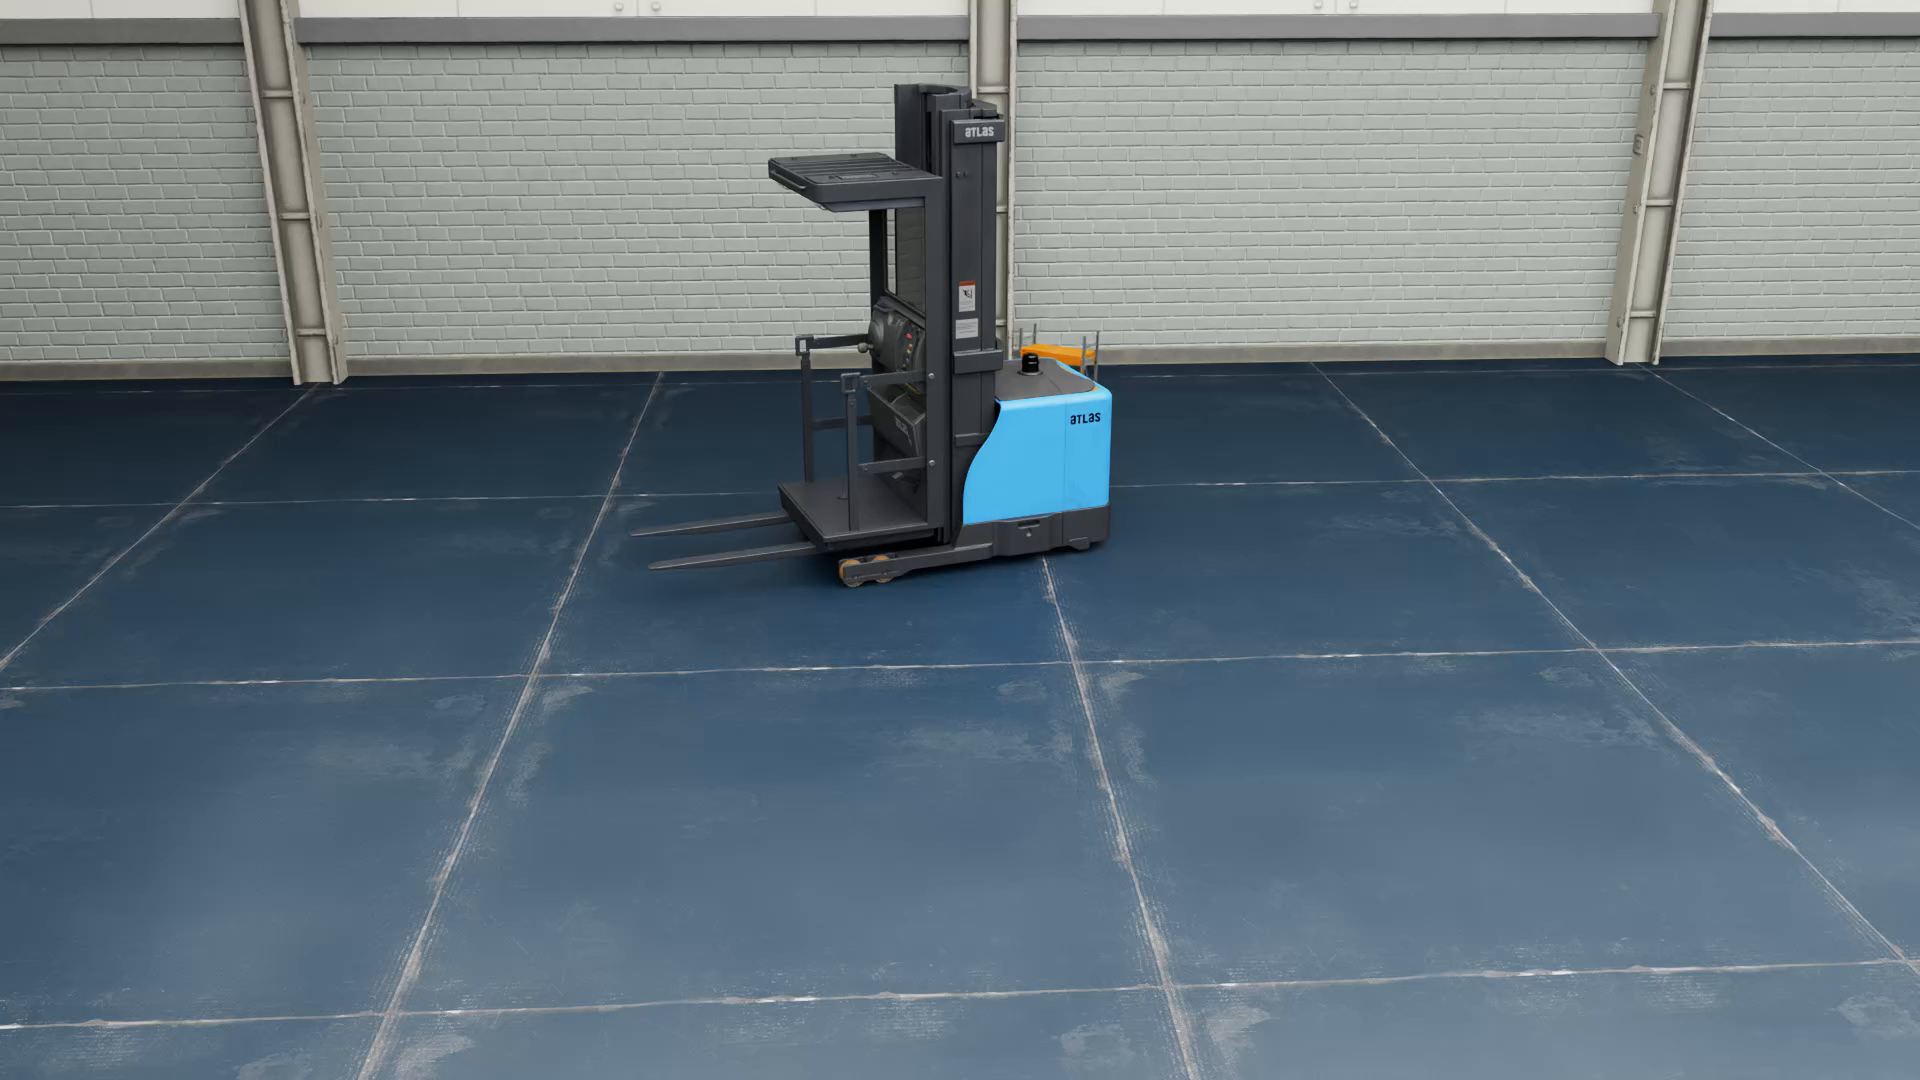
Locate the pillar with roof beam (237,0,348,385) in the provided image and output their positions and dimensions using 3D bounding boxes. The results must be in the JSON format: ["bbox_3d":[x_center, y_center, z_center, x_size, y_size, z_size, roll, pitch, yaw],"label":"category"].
[{"bbox_3d":[-5.470,-4.111,9.272,0.400,9.000,9.100,-1,21,-3],"label":"pillar with roof beam"}]

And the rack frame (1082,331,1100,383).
[{"bbox_3d":[0.889,-0.852,11.652,0.015,1.200,0.240,11,20,27],"label":"rack frame"}]

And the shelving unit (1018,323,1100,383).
[{"bbox_3d":[0.676,-0.895,11.763,0.503,1.200,0.258,11,20,27],"label":"shelving unit"}]

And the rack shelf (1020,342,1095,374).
[{"bbox_3d":[0.688,-1.269,11.643,0.480,0.148,0.258,11,20,27],"label":"rack shelf"}]

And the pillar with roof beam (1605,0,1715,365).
[{"bbox_3d":[6.511,-4.355,9.912,0.400,9.000,9.100,-1,21,-3],"label":"pillar with roof beam"}]

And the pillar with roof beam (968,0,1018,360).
[{"bbox_3d":[0.520,-4.233,9.592,0.400,9.000,9.100,-1,21,-3],"label":"pillar with roof beam"}]

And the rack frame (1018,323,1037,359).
[{"bbox_3d":[0.462,-0.937,11.873,0.015,1.200,0.240,11,20,27],"label":"rack frame"}]

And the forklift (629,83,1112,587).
[{"bbox_3d":[-0.583,-1.291,10.392,3.031,2.935,1.130,-8,22,-19],"label":"forklift"}]
